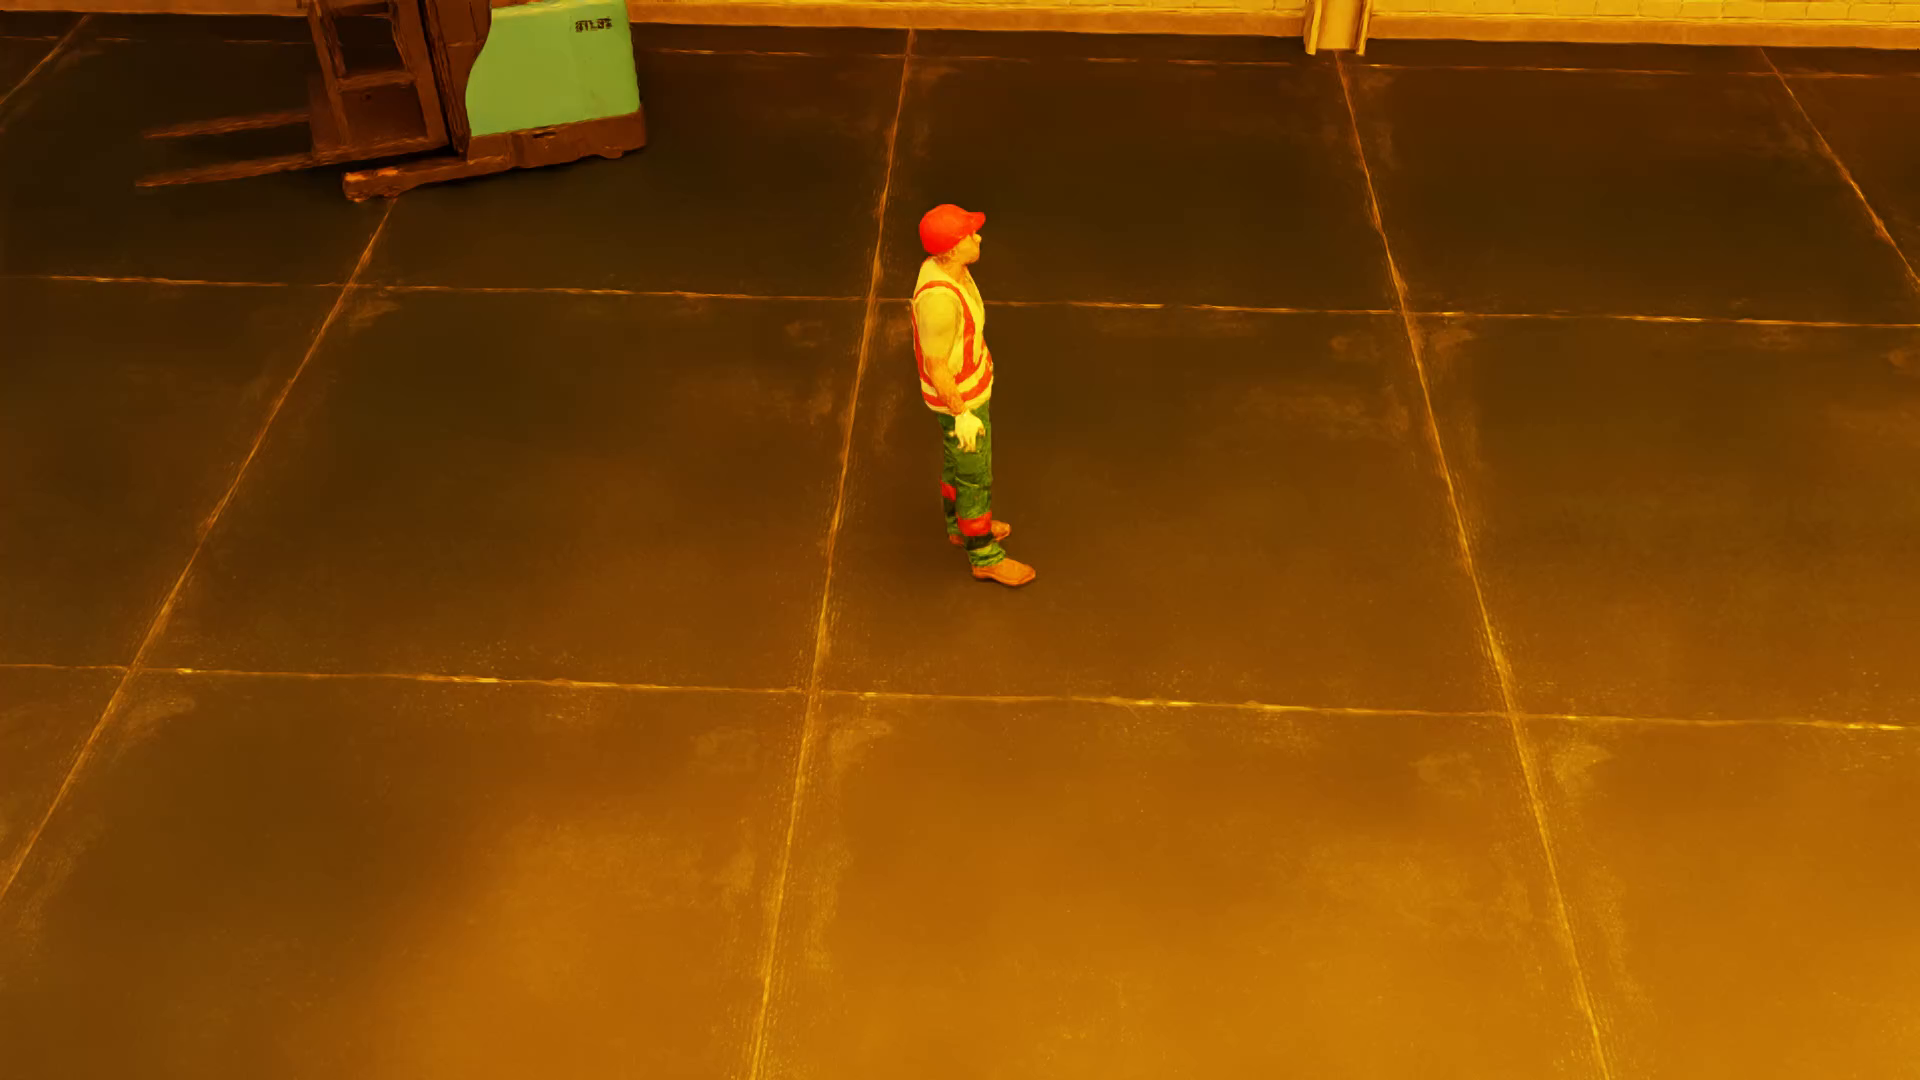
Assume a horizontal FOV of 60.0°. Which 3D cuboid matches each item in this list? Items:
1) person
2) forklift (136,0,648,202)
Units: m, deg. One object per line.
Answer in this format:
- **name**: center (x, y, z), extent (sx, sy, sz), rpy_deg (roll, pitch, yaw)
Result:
- **person**: center (0.080, -0.656, 7.297), extent (0.563, 1.787, 0.637), rpy_deg (2, 42, 2)
- **forklift**: center (-3.565, -3.555, 9.636), extent (3.031, 2.935, 1.130), rpy_deg (-12, 44, -13)
